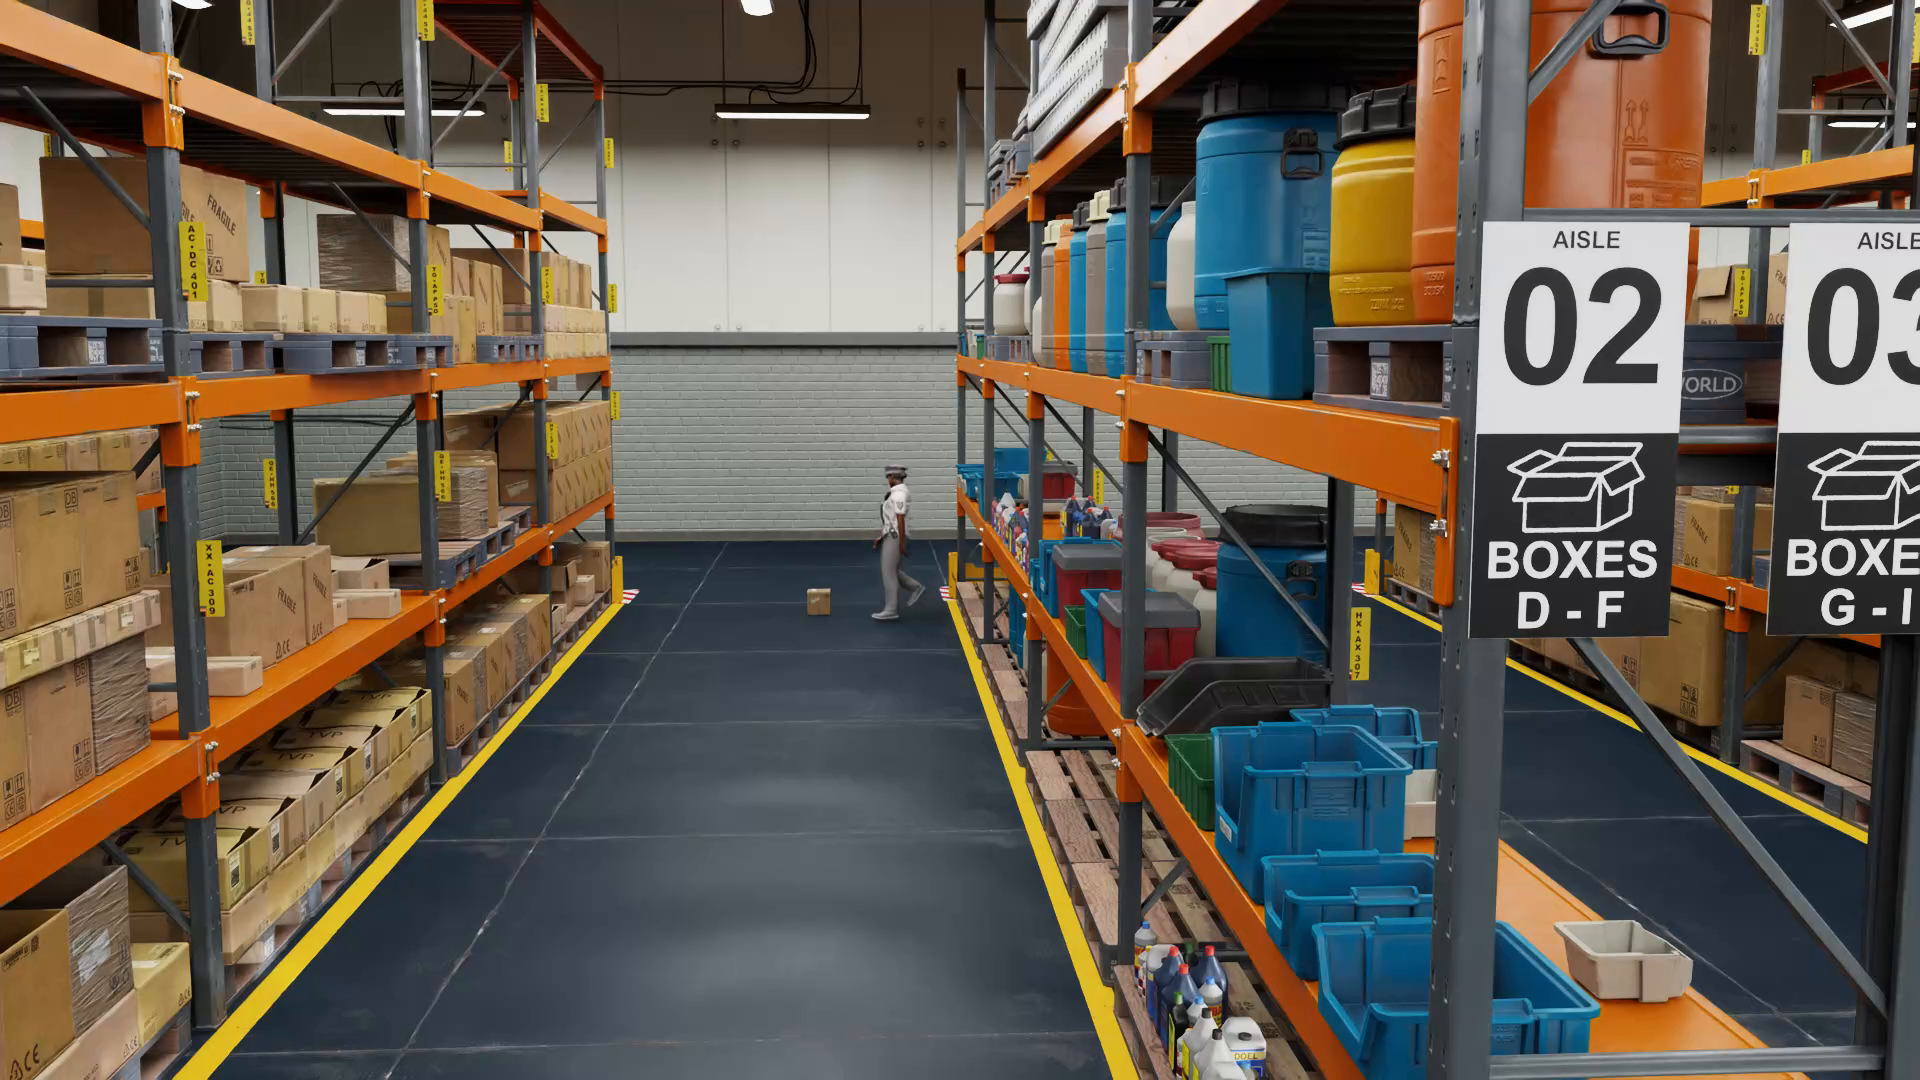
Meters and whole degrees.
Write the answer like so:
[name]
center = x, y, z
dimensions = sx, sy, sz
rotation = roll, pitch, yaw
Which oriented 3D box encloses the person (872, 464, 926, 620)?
[person]
center = -0.661, 0.009, 17.919
dimensions = 0.597, 1.640, 0.513
rotation = 0, 7, -3
